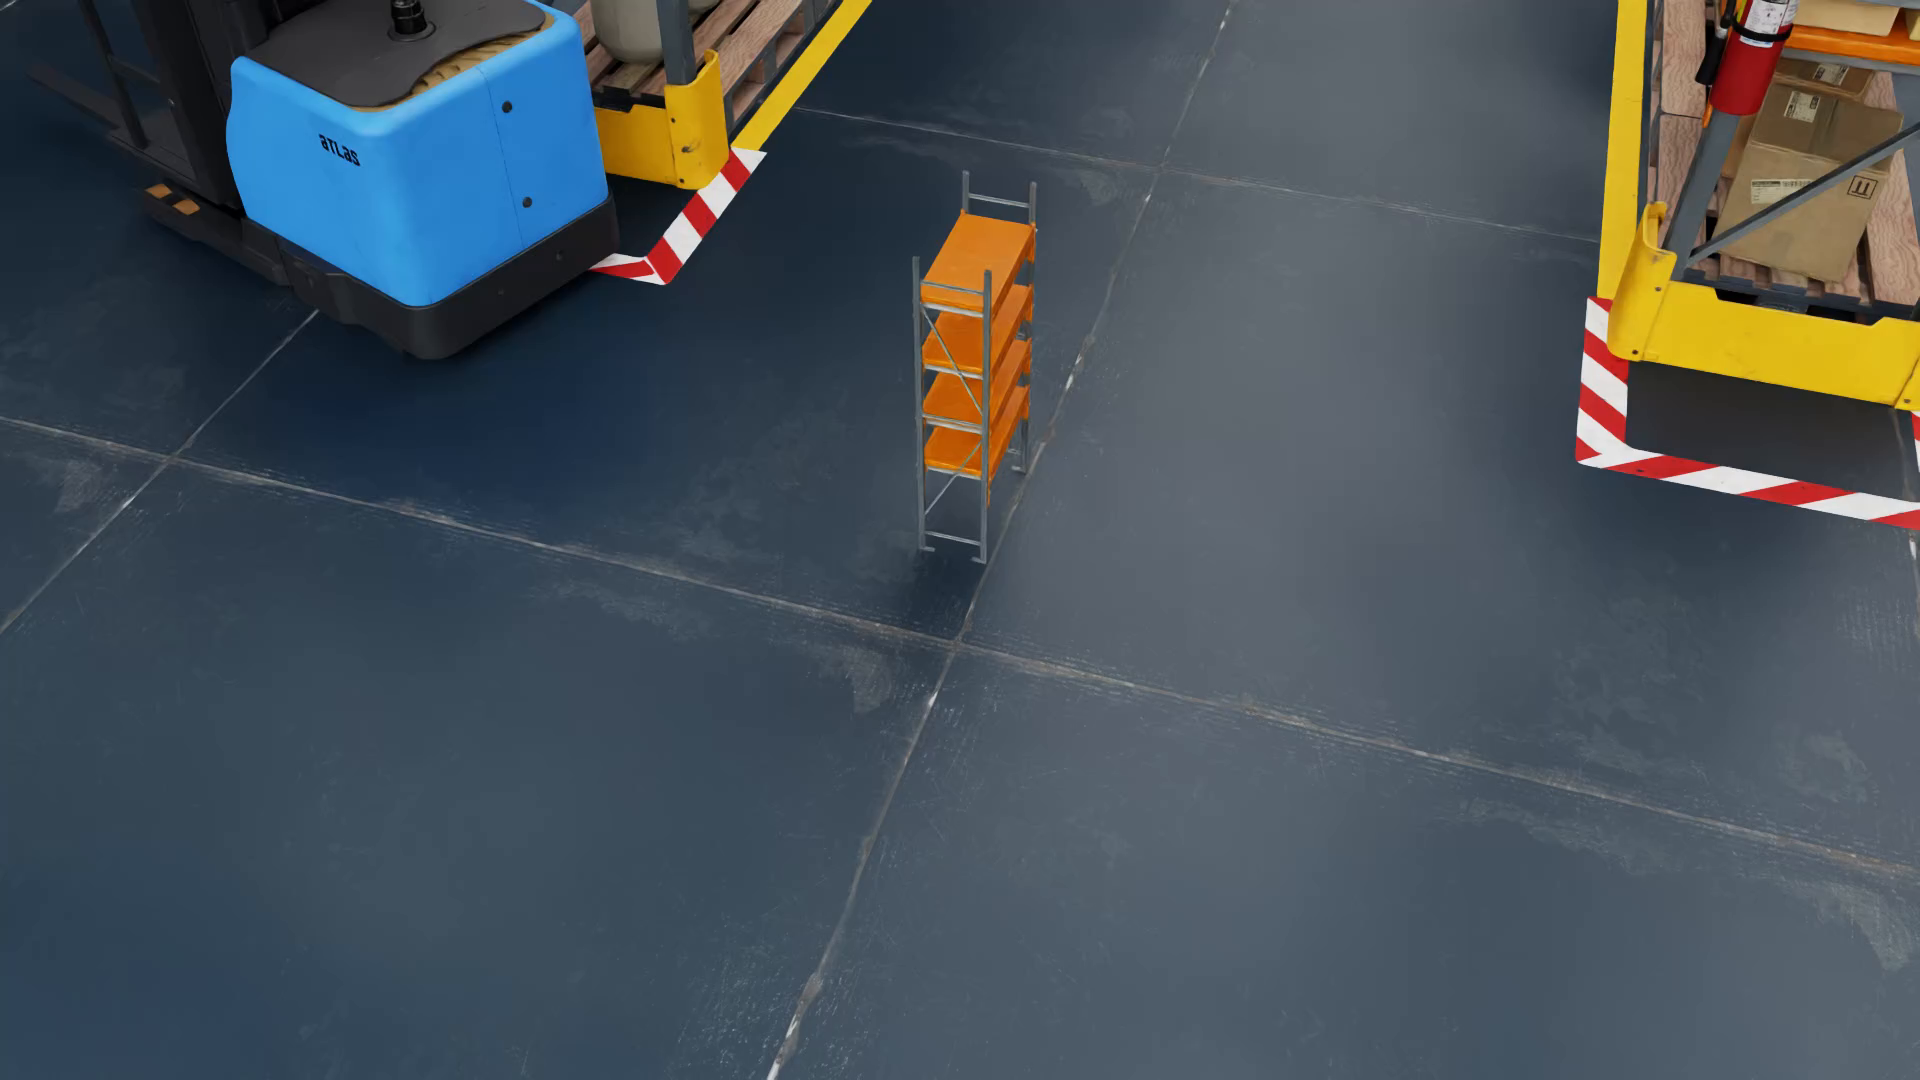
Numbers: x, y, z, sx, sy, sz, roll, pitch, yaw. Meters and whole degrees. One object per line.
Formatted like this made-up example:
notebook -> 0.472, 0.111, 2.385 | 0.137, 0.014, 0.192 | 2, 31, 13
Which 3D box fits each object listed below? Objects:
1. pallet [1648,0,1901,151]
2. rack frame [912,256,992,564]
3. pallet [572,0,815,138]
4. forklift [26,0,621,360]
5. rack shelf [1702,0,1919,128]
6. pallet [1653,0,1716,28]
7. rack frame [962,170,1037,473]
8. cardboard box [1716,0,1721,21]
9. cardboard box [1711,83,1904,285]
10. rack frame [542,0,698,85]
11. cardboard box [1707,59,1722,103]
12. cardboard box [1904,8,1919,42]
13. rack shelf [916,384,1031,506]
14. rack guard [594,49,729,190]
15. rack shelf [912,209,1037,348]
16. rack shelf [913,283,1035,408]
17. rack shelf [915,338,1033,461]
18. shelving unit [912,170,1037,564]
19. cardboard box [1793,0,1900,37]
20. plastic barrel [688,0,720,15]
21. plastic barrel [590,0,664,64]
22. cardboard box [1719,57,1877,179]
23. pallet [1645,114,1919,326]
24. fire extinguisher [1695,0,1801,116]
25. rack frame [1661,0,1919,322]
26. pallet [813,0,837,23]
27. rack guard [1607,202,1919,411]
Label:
pallet -> 3.781, -2.130, 7.775 | 1.003, 0.211, 1.213 | 13, 46, 13
rack frame -> -0.024, -0.377, 5.277 | 0.240, 1.200, 0.015 | 13, 46, 12
pallet -> -1.384, -2.384, 8.036 | 1.003, 0.211, 1.213 | 13, 46, 13
forklift -> -2.887, -2.587, 6.298 | 3.031, 2.935, 1.130 | 28, 51, 26
rack shelf -> 3.713, -2.807, 6.988 | 1.077, 0.370, 4.000 | 13, 46, 13
pallet -> 4.149, -2.945, 8.609 | 1.003, 0.211, 1.213 | 13, 46, 13
rack frame -> 0.124, -0.702, 5.609 | 0.240, 1.200, 0.015 | 13, 46, 12
cardboard box -> 3.880, -2.582, 7.731 | 0.500, 0.500, 0.500 | 9, 45, 9
cardboard box -> 3.312, -1.400, 6.523 | 0.500, 0.500, 0.500 | 21, 48, 20
rack frame -> -1.613, -2.780, 6.446 | 1.000, 3.000, 0.127 | 13, 46, 13
cardboard box -> 3.668, -2.219, 7.360 | 0.500, 0.500, 0.500 | 17, 47, 16
cardboard box -> 3.421, -1.781, 5.605 | 0.380, 0.149, 0.250 | 13, 46, 13
rack shelf -> 0.050, -0.349, 5.629 | 0.258, 0.148, 0.480 | 13, 46, 12
rack guard -> -1.635, -1.947, 7.383 | 1.175, 0.500, 0.348 | 13, 46, 13
rack shelf -> 0.050, -0.820, 5.168 | 0.258, 0.148, 0.480 | 13, 46, 12
rack shelf -> 0.050, -0.651, 5.334 | 0.258, 0.148, 0.480 | 13, 46, 12
rack shelf -> 0.050, -0.491, 5.490 | 0.258, 0.148, 0.480 | 13, 46, 12
shelving unit -> 0.050, -0.539, 5.443 | 0.258, 1.200, 0.503 | 13, 46, 12
cardboard box -> 2.997, -1.875, 5.701 | 0.380, 0.149, 0.250 | 13, 46, 13
plastic barrel -> -1.335, -2.830, 7.976 | 0.421, 0.512, 0.421 | 0, 44, 0
plastic barrel -> -1.487, -2.496, 7.634 | 0.421, 0.512, 0.421 | 0, 44, 0
cardboard box -> 3.460, -1.806, 6.938 | 0.500, 0.500, 0.500 | 24, 49, 23
pallet -> 3.410, -1.319, 6.947 | 1.003, 0.211, 1.213 | 13, 46, 13
fire extinguisher -> 2.633, -1.725, 5.423 | 0.296, 0.674, 0.183 | 13, 46, 13
rack frame -> 3.107, -1.731, 5.374 | 1.000, 3.000, 0.127 | 13, 46, 13
pallet -> -1.013, -3.195, 8.864 | 1.003, 0.211, 1.213 | 13, 46, 13
rack guard -> 3.130, -0.888, 6.300 | 1.175, 0.500, 0.348 | 13, 46, 13
